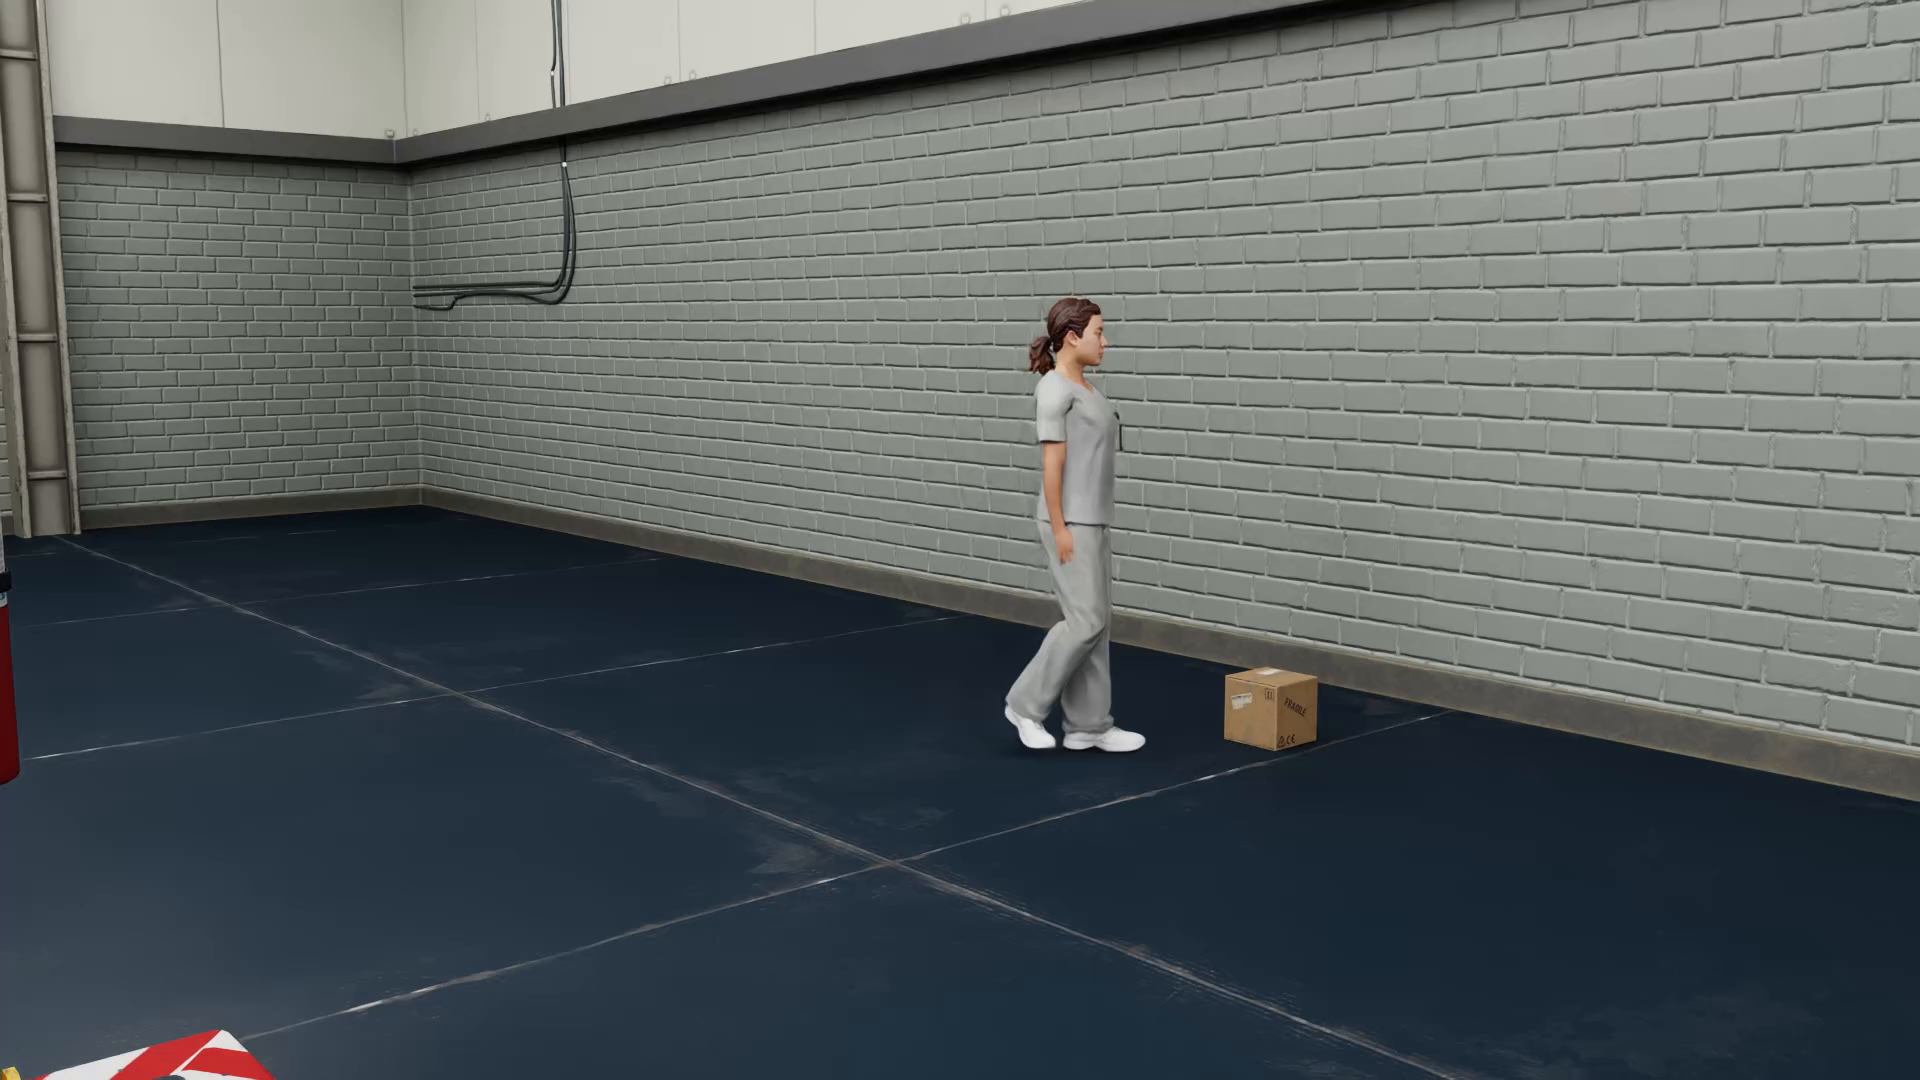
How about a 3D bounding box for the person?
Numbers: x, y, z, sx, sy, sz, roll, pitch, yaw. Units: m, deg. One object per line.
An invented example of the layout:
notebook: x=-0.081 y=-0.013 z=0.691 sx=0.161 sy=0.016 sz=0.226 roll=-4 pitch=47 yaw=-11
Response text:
person: x=0.431 y=-0.050 z=6.122 sx=0.519 sy=1.670 sz=0.460 roll=3 pitch=8 yaw=21
